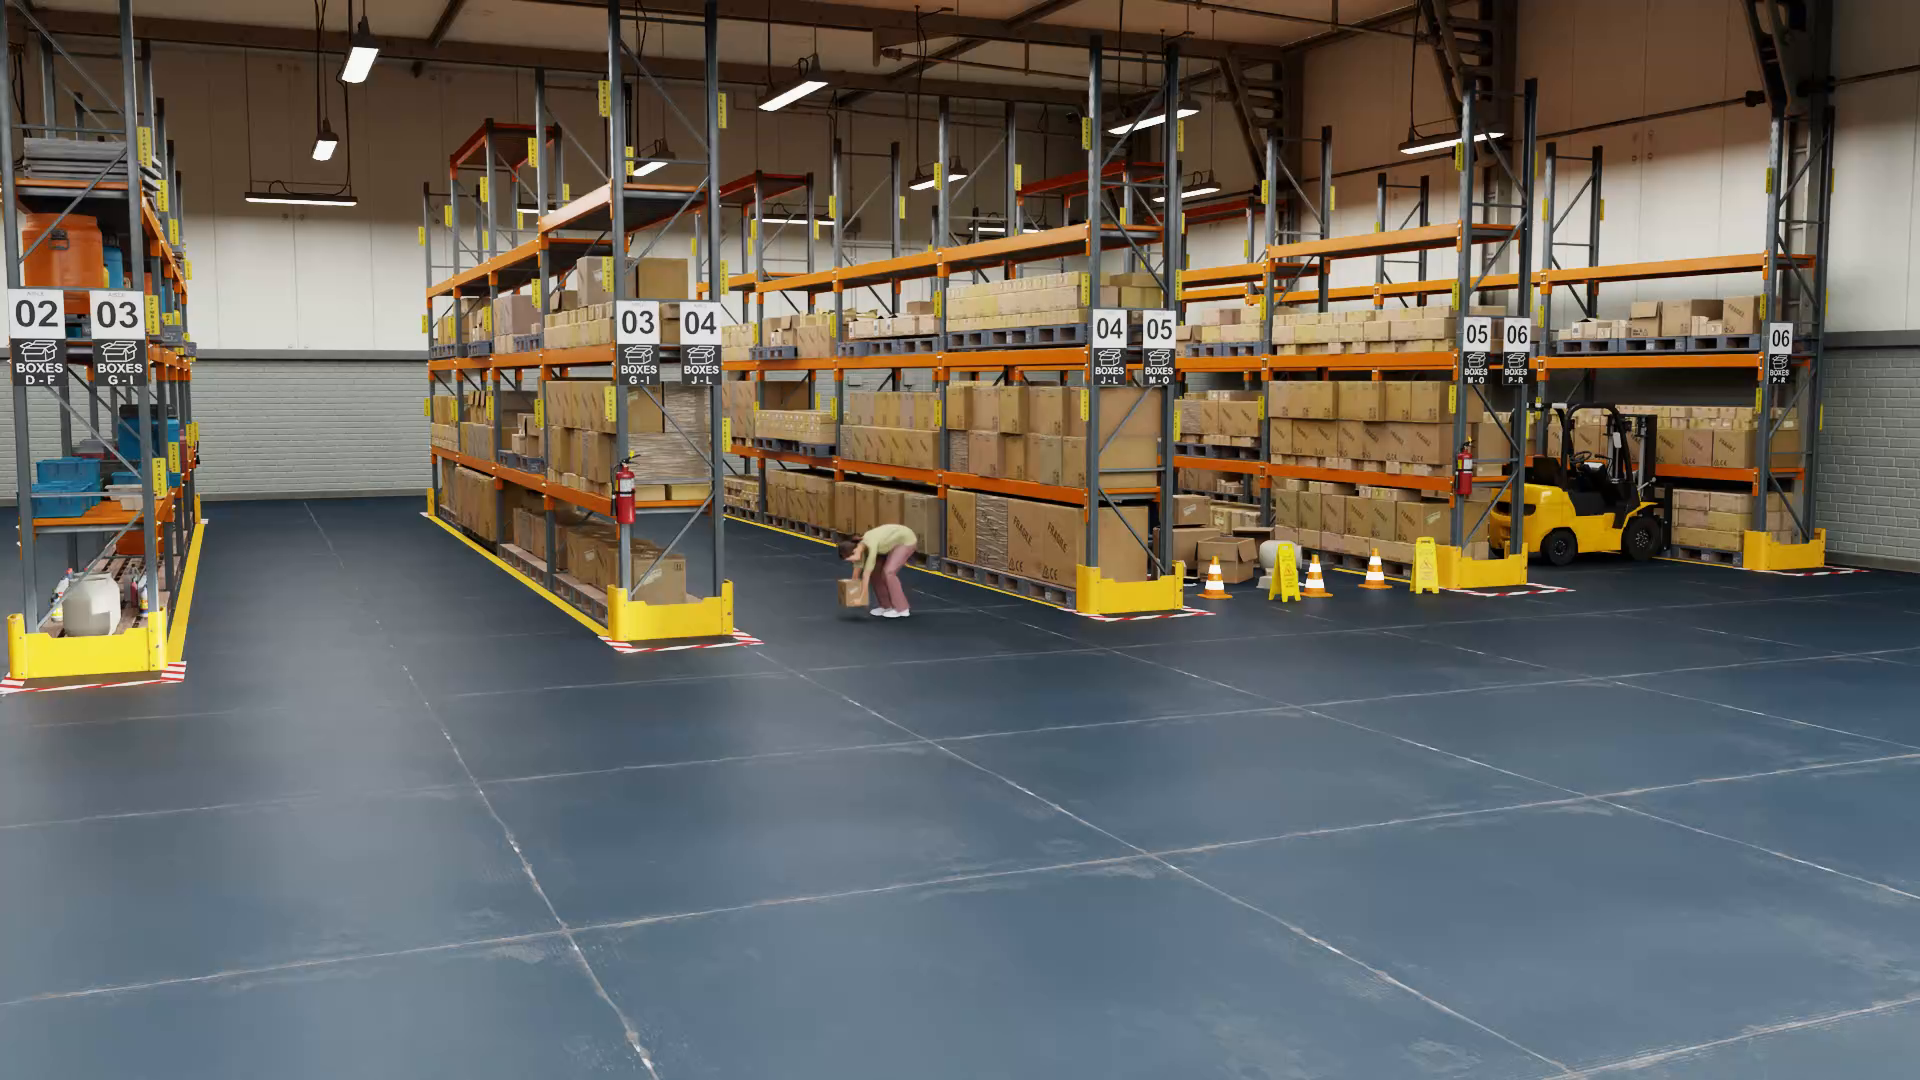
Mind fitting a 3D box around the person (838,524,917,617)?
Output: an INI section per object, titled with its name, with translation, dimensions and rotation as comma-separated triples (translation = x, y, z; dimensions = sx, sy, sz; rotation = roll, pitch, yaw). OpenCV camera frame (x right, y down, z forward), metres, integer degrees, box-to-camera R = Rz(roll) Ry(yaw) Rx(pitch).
[person]
translation = -0.863, 0.325, 17.320
dimensions = 0.856, 0.960, 0.451
rotation = -3, 6, -26
